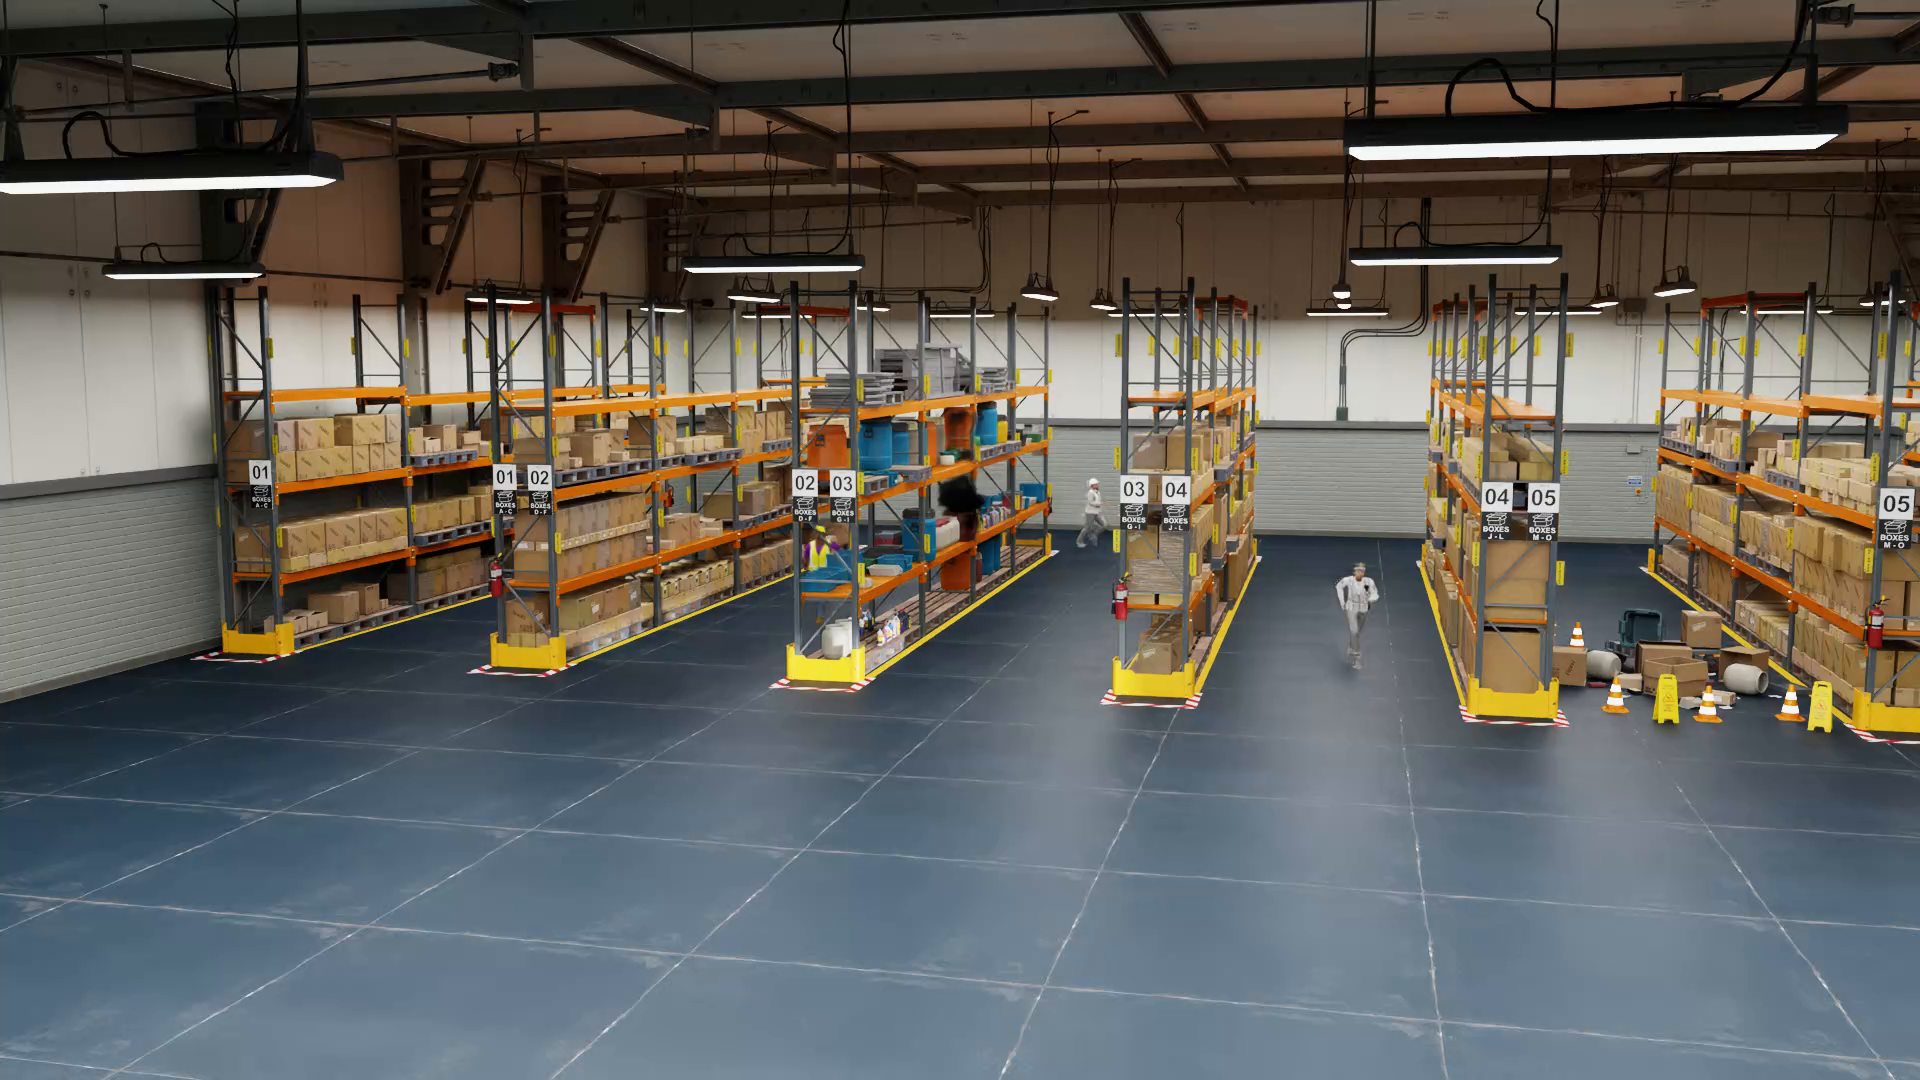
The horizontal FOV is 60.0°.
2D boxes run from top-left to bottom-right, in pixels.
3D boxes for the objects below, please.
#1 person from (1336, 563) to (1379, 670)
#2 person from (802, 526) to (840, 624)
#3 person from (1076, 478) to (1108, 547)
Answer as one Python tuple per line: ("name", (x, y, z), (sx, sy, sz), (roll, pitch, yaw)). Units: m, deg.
("person", (6.294, 1.161, 26.397), (0.614, 1.695, 1.003), (0, 7, 0))
("person", (-2.502, 0.604, 30.140), (0.685, 1.744, 0.900), (1, 7, 9))
("person", (3.364, -0.685, 41.839), (0.845, 1.746, 0.668), (4, 8, 30))
